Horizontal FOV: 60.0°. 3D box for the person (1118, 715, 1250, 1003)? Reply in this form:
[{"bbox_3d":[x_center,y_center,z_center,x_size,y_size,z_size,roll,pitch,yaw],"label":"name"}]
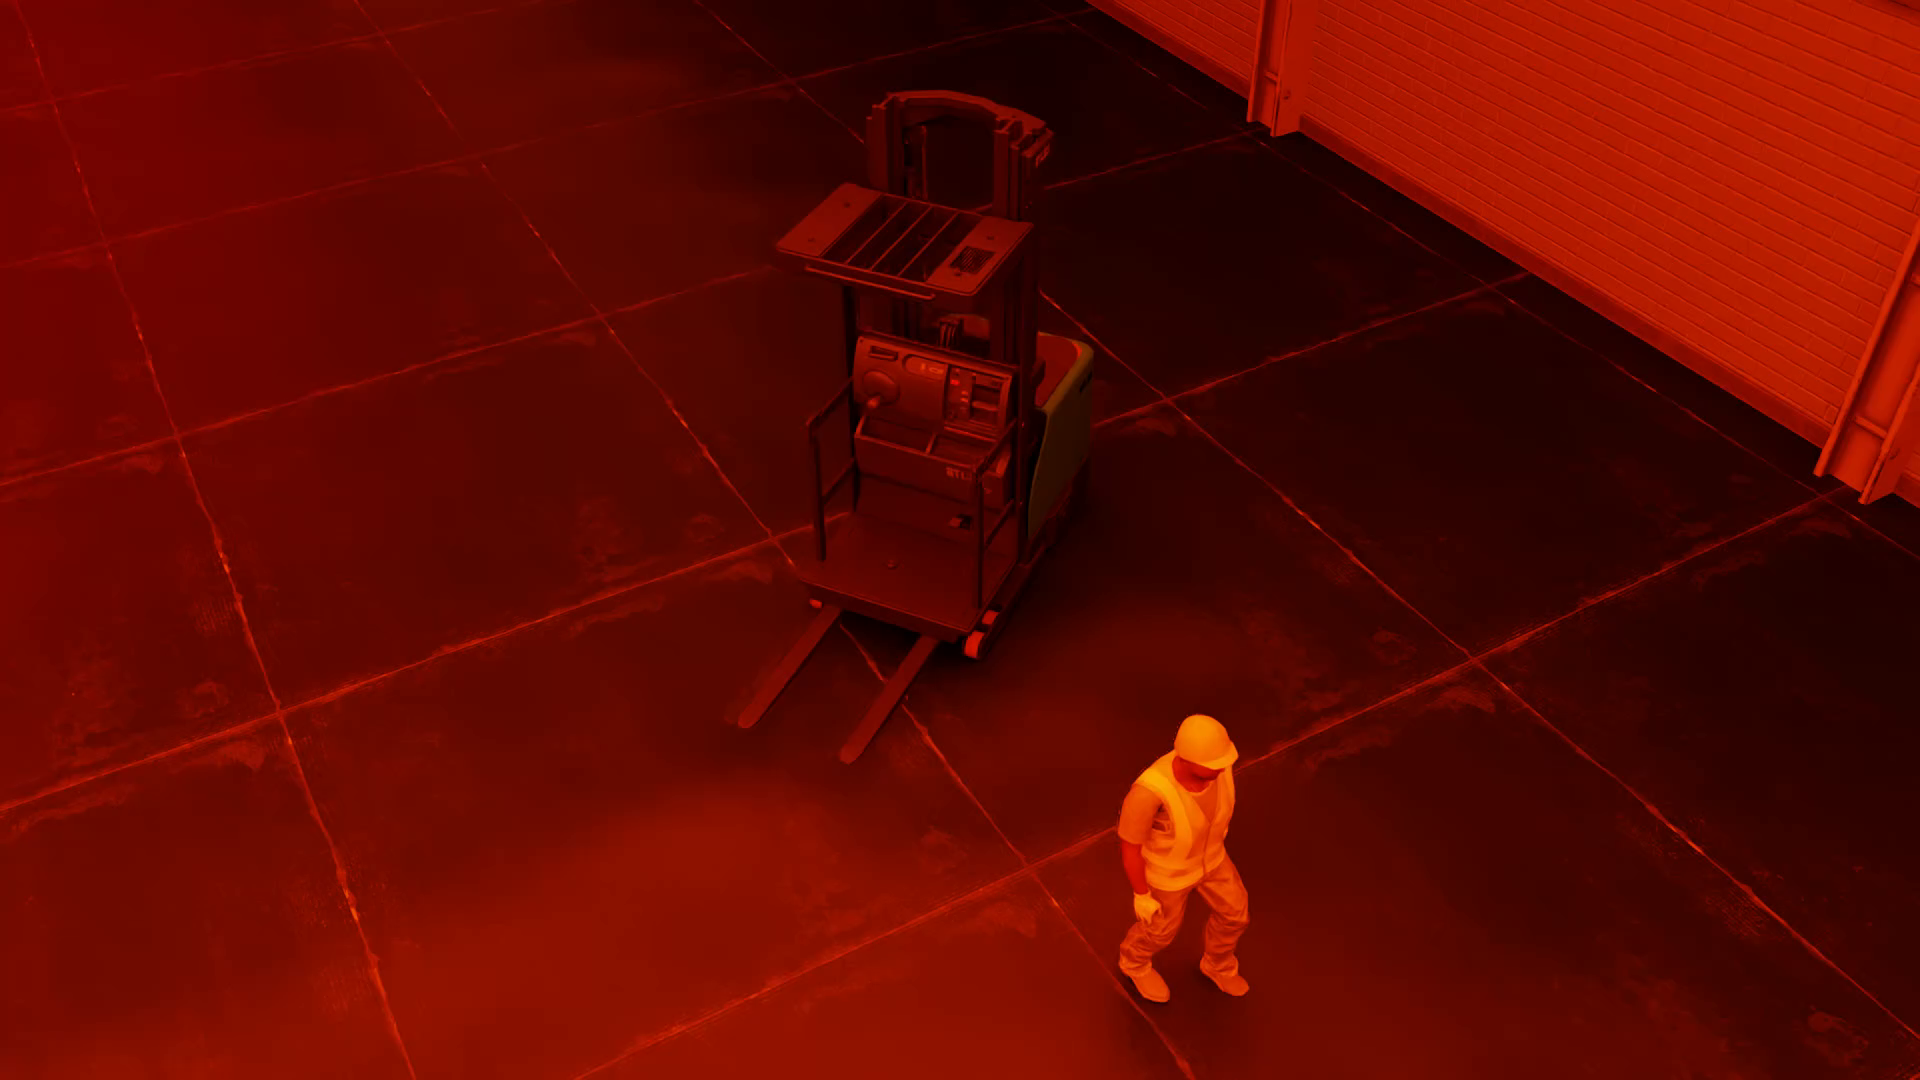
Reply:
[{"bbox_3d":[1.004,1.448,7.255,0.654,1.824,0.527,-27,47,-28],"label":"person"}]

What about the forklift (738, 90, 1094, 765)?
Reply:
[{"bbox_3d":[-0.243,-0.764,8.957,1.130,2.935,3.031,16,42,19],"label":"forklift"}]
